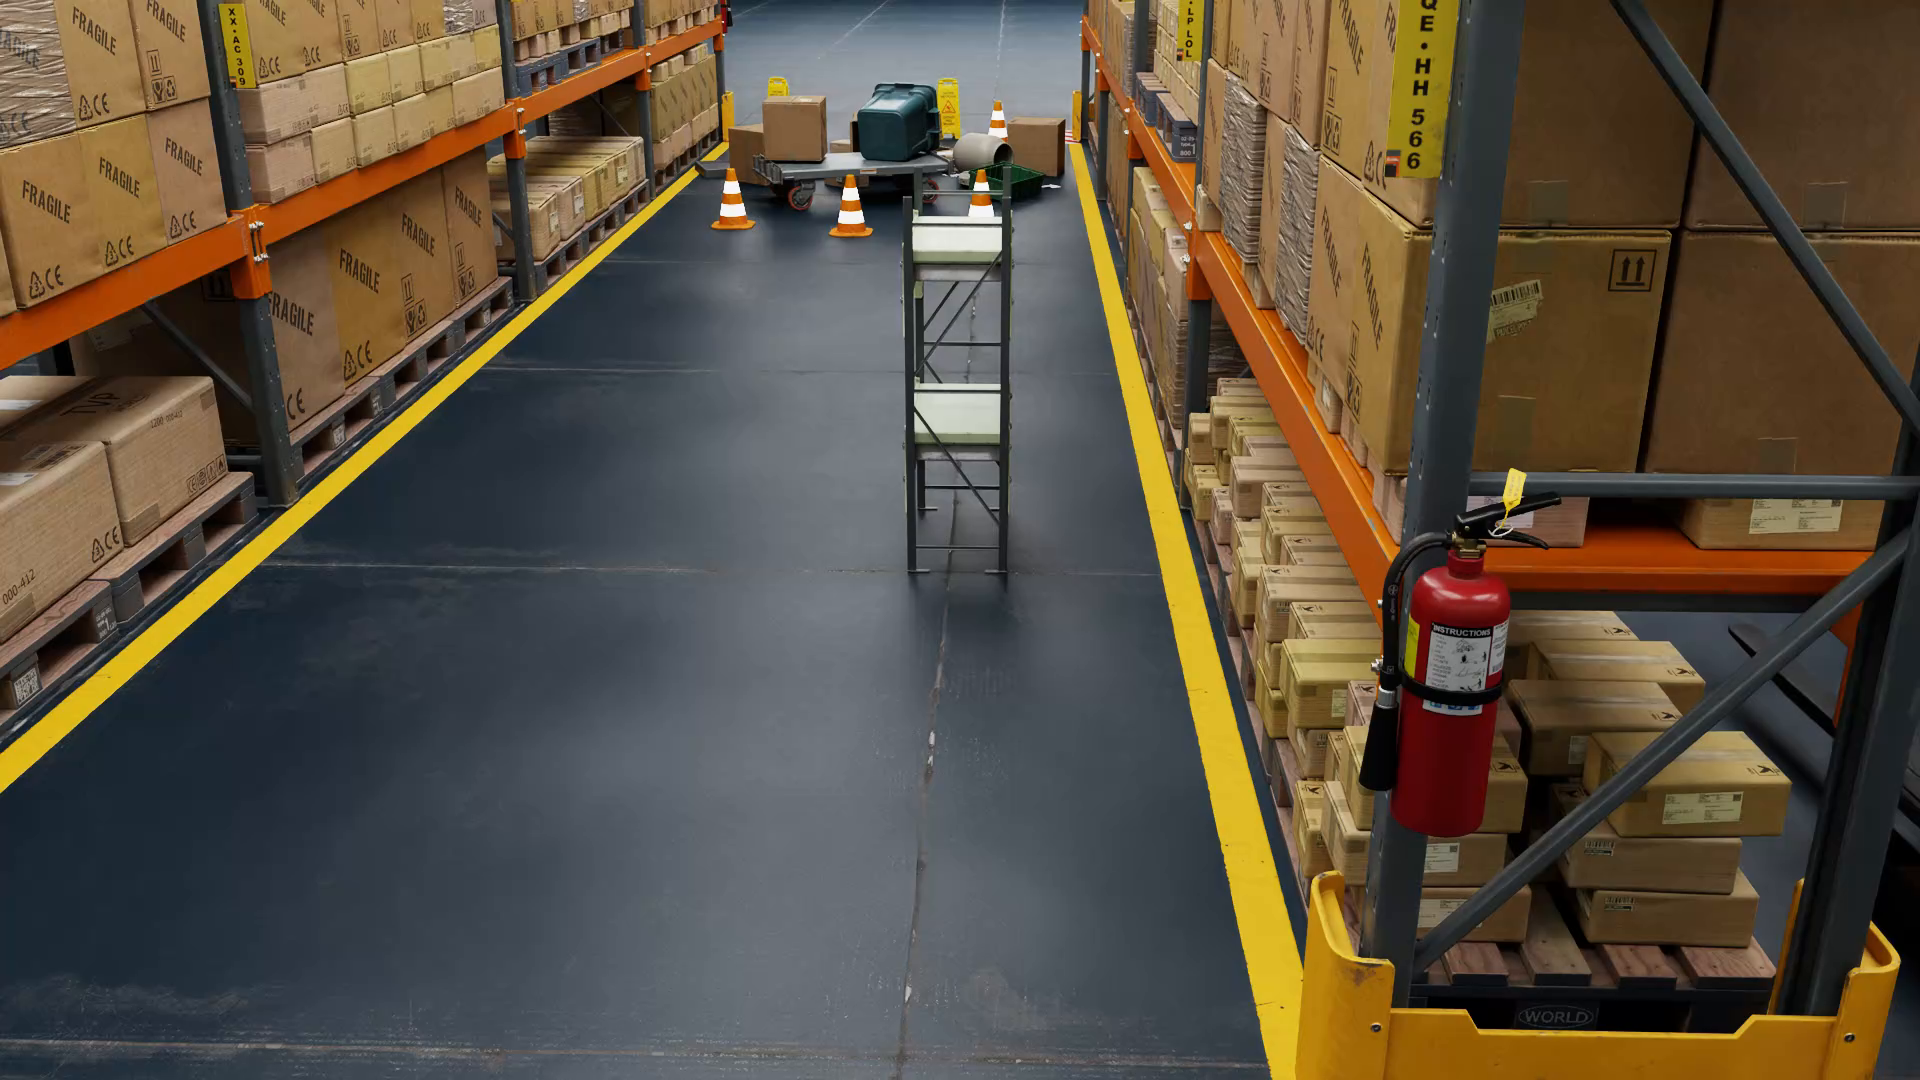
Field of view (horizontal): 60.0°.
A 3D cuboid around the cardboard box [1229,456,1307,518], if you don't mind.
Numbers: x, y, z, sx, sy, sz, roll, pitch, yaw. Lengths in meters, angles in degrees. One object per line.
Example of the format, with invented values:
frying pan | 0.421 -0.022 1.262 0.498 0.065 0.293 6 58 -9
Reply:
cardboard box | 1.160 -0.186 5.899 0.380 0.149 0.250 1 21 3

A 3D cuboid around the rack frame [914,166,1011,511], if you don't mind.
rack frame | 0.011 -0.834 7.105 0.400 1.500 0.023 1 21 2

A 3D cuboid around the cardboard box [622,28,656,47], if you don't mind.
cardboard box | -2.899 -4.444 14.684 0.380 0.149 0.250 1 21 1

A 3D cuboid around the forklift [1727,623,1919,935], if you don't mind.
forklift | 3.002 -0.329 3.826 1.130 2.935 3.031 -1 21 -2

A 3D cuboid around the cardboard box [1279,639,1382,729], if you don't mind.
cardboard box | 1.065 0.382 4.435 0.380 0.149 0.250 0 21 0

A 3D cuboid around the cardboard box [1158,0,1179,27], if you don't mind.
cardboard box | 1.392 -3.176 10.013 0.380 0.149 0.250 1 21 2

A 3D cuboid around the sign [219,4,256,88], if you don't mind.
sign | -2.918 -1.993 6.714 0.100 0.325 0.005 1 21 2

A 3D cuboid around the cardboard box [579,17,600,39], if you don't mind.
cardboard box | -3.014 -3.972 12.886 0.380 0.149 0.250 1 21 2

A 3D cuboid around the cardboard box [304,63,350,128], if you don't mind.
cardboard box | -3.189 -2.066 7.724 0.500 0.250 0.500 1 21 2

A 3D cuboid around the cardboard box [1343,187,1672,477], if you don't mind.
cardboard box | 1.113 -0.445 3.479 0.500 0.500 0.500 1 21 3

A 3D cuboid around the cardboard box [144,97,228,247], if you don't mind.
cardboard box | -3.231 -1.435 6.441 0.500 0.500 0.500 1 21 2

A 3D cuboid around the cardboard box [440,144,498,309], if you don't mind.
cardboard box | -3.455 -1.961 10.293 0.875 0.875 0.875 0 21 1

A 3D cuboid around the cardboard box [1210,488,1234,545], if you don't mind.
cardboard box | 1.182 -0.092 6.481 0.380 0.149 0.250 1 21 1

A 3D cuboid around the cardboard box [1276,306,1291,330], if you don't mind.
cardboard box | 1.189 -0.751 5.164 0.380 0.149 0.250 1 21 4

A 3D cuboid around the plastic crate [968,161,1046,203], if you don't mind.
plastic crate | 0.417 -3.226 15.005 0.450 0.188 0.662 23 29 25

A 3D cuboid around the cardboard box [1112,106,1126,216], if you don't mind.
cardboard box | 1.759 -3.006 13.159 1.050 0.750 0.750 1 21 2

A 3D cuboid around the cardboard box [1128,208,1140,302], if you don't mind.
cardboard box | 1.324 -1.764 10.304 0.500 0.500 0.500 0 21 -1

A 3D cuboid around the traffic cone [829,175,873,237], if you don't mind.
traffic cone | -0.877 -2.689 13.319 0.336 0.463 0.334 1 21 2

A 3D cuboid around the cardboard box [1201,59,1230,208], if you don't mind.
cardboard box | 1.211 -1.550 6.326 0.500 0.500 0.500 0 21 1

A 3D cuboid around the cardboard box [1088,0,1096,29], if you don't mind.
cardboard box | 1.740 -5.414 16.629 0.875 0.550 0.550 1 21 2

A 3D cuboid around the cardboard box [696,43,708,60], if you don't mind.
cardboard box | -2.815 -5.037 17.152 0.380 0.149 0.250 1 21 3

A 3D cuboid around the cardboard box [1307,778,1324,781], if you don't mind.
cardboard box | 1.165 0.658 4.548 0.380 0.149 0.250 1 21 1

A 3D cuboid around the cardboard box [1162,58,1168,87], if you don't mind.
cardboard box | 1.369 -2.711 9.637 0.380 0.149 0.250 2 21 4

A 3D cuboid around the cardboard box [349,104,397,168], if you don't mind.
cardboard box | -3.150 -2.017 8.288 0.500 0.250 0.500 0 21 1

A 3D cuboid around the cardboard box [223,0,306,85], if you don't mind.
cardboard box | -3.172 -2.227 7.102 0.500 0.500 0.500 1 21 2

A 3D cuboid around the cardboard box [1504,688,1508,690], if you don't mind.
cardboard box | 1.729 0.434 4.712 0.380 0.149 0.250 1 21 3

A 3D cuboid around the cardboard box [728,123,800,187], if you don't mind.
cardboard box | -1.837 -3.659 15.765 0.500 0.500 0.500 18 27 38

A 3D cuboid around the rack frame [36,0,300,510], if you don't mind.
rack frame | -3.473 -1.559 6.899 1.000 3.000 0.127 1 21 2

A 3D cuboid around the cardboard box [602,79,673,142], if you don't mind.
cardboard box | -2.941 -3.925 15.182 0.500 0.500 0.500 2 21 4

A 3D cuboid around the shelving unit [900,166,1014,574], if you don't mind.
shelving unit | 0.000 -0.702 6.764 0.431 1.500 0.755 1 21 2

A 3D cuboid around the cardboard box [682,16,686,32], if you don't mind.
cardboard box | -2.871 -4.998 16.111 0.380 0.149 0.250 1 21 1

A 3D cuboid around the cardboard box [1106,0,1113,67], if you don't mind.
cardboard box | 1.404 -3.929 12.871 0.500 0.500 0.500 1 21 1

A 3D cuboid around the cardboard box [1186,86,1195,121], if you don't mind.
cardboard box | 1.320 -2.140 8.165 0.380 0.149 0.250 0 21 -1

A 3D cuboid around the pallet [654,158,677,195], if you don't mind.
pallet | -3.244 -3.394 15.485 1.003 0.211 1.213 1 21 2

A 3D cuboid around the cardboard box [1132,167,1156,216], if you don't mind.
cardboard box | 1.337 -2.120 10.185 0.500 0.250 0.500 0 21 -1

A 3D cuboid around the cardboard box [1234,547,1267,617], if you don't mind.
cardboard box | 1.111 0.139 5.474 0.380 0.149 0.250 1 21 2

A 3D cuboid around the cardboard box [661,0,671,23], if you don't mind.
cardboard box | -2.945 -4.974 15.152 0.500 0.500 0.500 1 21 1

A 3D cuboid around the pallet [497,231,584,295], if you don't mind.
pallet | -3.326 -1.987 11.859 1.003 0.211 1.213 1 21 2

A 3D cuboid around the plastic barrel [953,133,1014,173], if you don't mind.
plastic barrel | 0.223 -3.659 15.874 0.512 0.421 0.421 18 27 38

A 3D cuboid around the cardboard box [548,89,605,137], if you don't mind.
cardboard box | -3.479 -3.931 15.198 0.500 0.500 0.500 0 21 1

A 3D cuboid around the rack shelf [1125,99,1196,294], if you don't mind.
rack shelf | 1.539 -1.928 8.847 1.077 0.370 4.000 1 21 2

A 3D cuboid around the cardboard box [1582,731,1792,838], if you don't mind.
cardboard box | 1.712 0.576 3.936 0.380 0.149 0.250 0 21 -1

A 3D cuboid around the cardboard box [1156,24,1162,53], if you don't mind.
cardboard box | 1.385 -3.032 10.051 0.380 0.149 0.250 2 21 4

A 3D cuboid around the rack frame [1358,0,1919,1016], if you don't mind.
rack frame | 1.360 -0.094 3.125 0.949 2.616 0.053 1 21 2

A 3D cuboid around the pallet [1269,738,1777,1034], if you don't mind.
pallet | 1.419 0.885 4.457 1.003 0.211 1.213 1 21 2

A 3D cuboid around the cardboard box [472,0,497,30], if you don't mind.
cardboard box | -3.105 -3.328 9.938 0.500 0.500 0.500 0 21 0

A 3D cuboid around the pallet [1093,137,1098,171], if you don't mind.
pallet | 1.857 -3.849 16.658 1.003 0.211 1.213 1 21 2

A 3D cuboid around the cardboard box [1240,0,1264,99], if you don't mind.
cardboard box | 1.174 -1.662 5.234 0.500 0.500 0.500 1 21 3

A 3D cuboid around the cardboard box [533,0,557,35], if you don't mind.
cardboard box | -3.097 -3.735 11.377 0.500 0.500 0.500 2 21 4

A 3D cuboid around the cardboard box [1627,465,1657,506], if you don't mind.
cardboard box | 1.661 -0.183 3.702 0.380 0.149 0.250 1 21 4

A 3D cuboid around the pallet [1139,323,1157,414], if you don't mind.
pallet | 1.535 -0.964 9.222 1.003 0.211 1.213 1 21 2

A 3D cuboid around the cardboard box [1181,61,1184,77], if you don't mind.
cardboard box | 1.343 -2.468 8.599 0.380 0.149 0.250 1 21 4

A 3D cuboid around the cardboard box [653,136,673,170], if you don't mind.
cardboard box | -2.941 -3.575 15.317 0.500 0.250 0.500 0 21 -1
